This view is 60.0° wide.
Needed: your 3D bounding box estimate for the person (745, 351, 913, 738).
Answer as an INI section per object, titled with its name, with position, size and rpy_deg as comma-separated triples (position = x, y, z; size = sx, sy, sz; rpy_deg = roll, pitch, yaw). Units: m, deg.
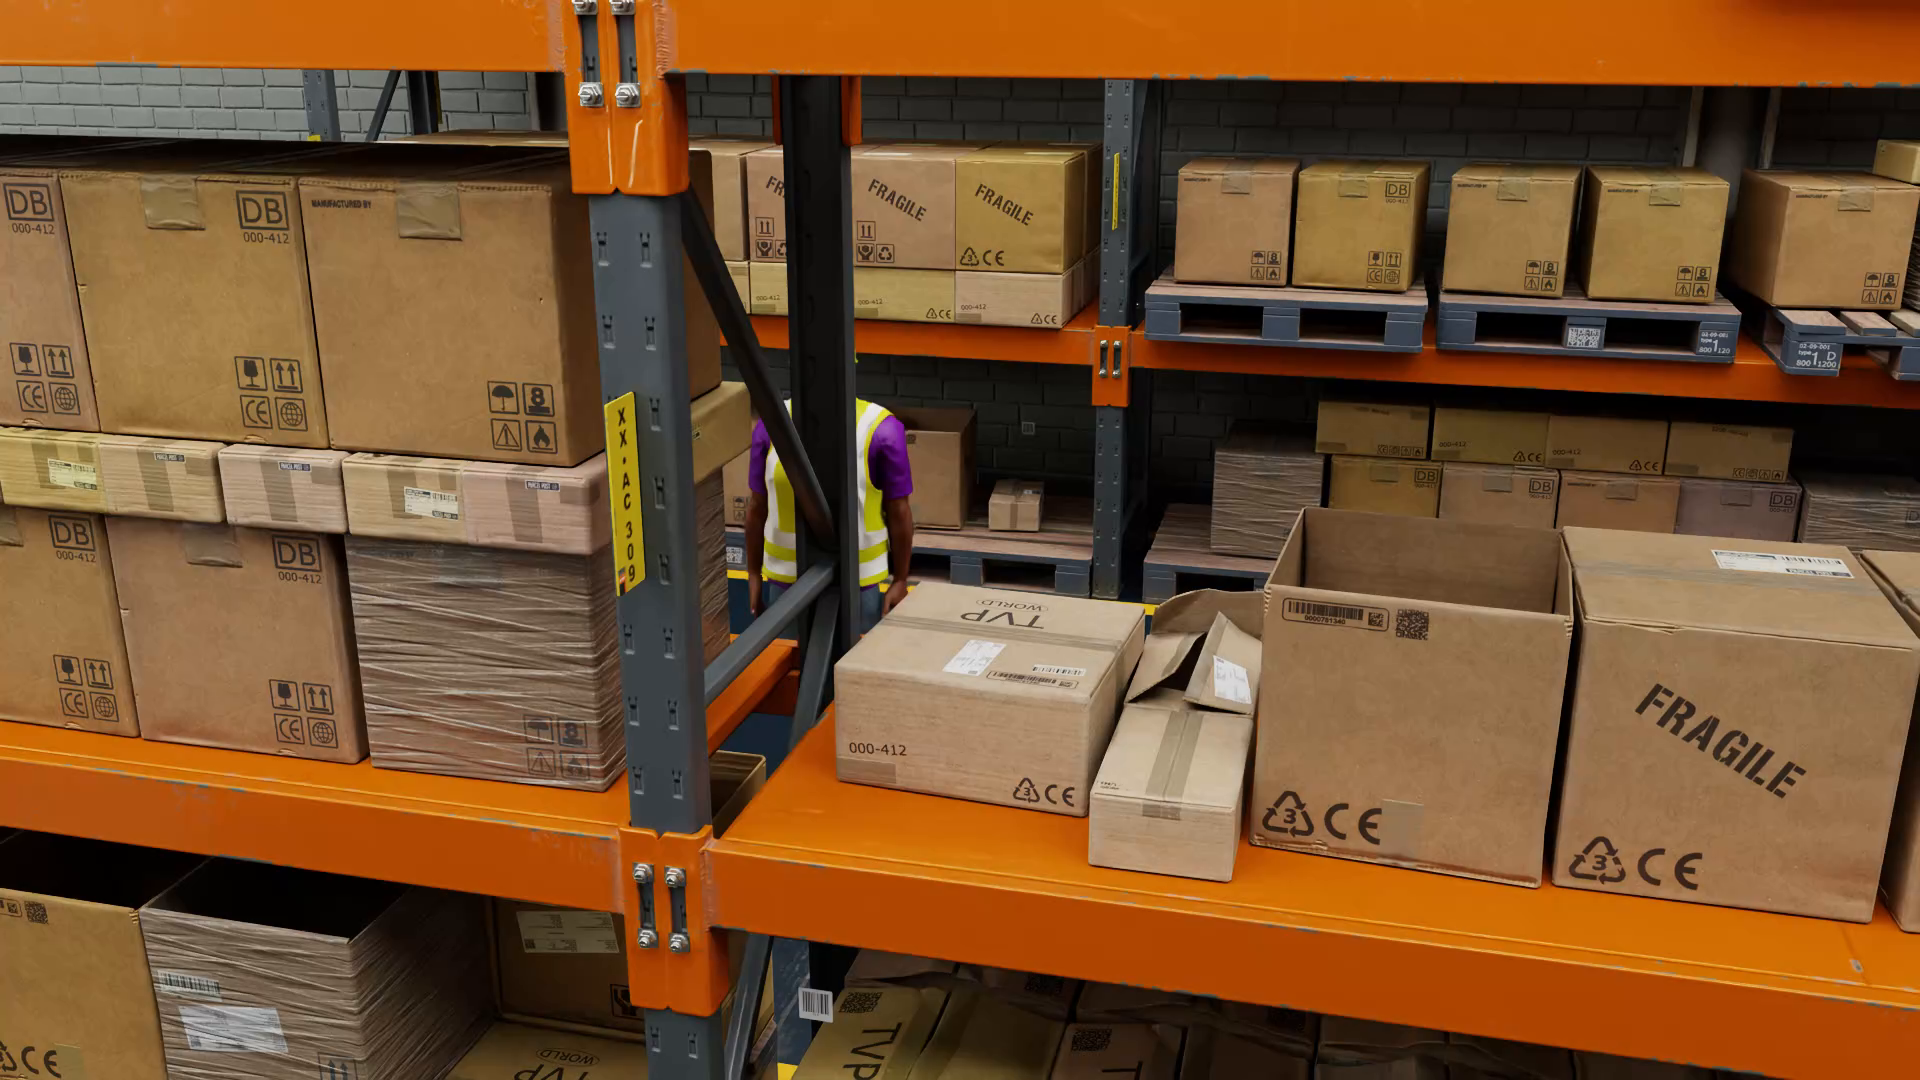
[person]
position = -0.451, 0.158, 5.596
size = 0.575, 1.807, 0.377
rpy_deg = 4, 19, 13
